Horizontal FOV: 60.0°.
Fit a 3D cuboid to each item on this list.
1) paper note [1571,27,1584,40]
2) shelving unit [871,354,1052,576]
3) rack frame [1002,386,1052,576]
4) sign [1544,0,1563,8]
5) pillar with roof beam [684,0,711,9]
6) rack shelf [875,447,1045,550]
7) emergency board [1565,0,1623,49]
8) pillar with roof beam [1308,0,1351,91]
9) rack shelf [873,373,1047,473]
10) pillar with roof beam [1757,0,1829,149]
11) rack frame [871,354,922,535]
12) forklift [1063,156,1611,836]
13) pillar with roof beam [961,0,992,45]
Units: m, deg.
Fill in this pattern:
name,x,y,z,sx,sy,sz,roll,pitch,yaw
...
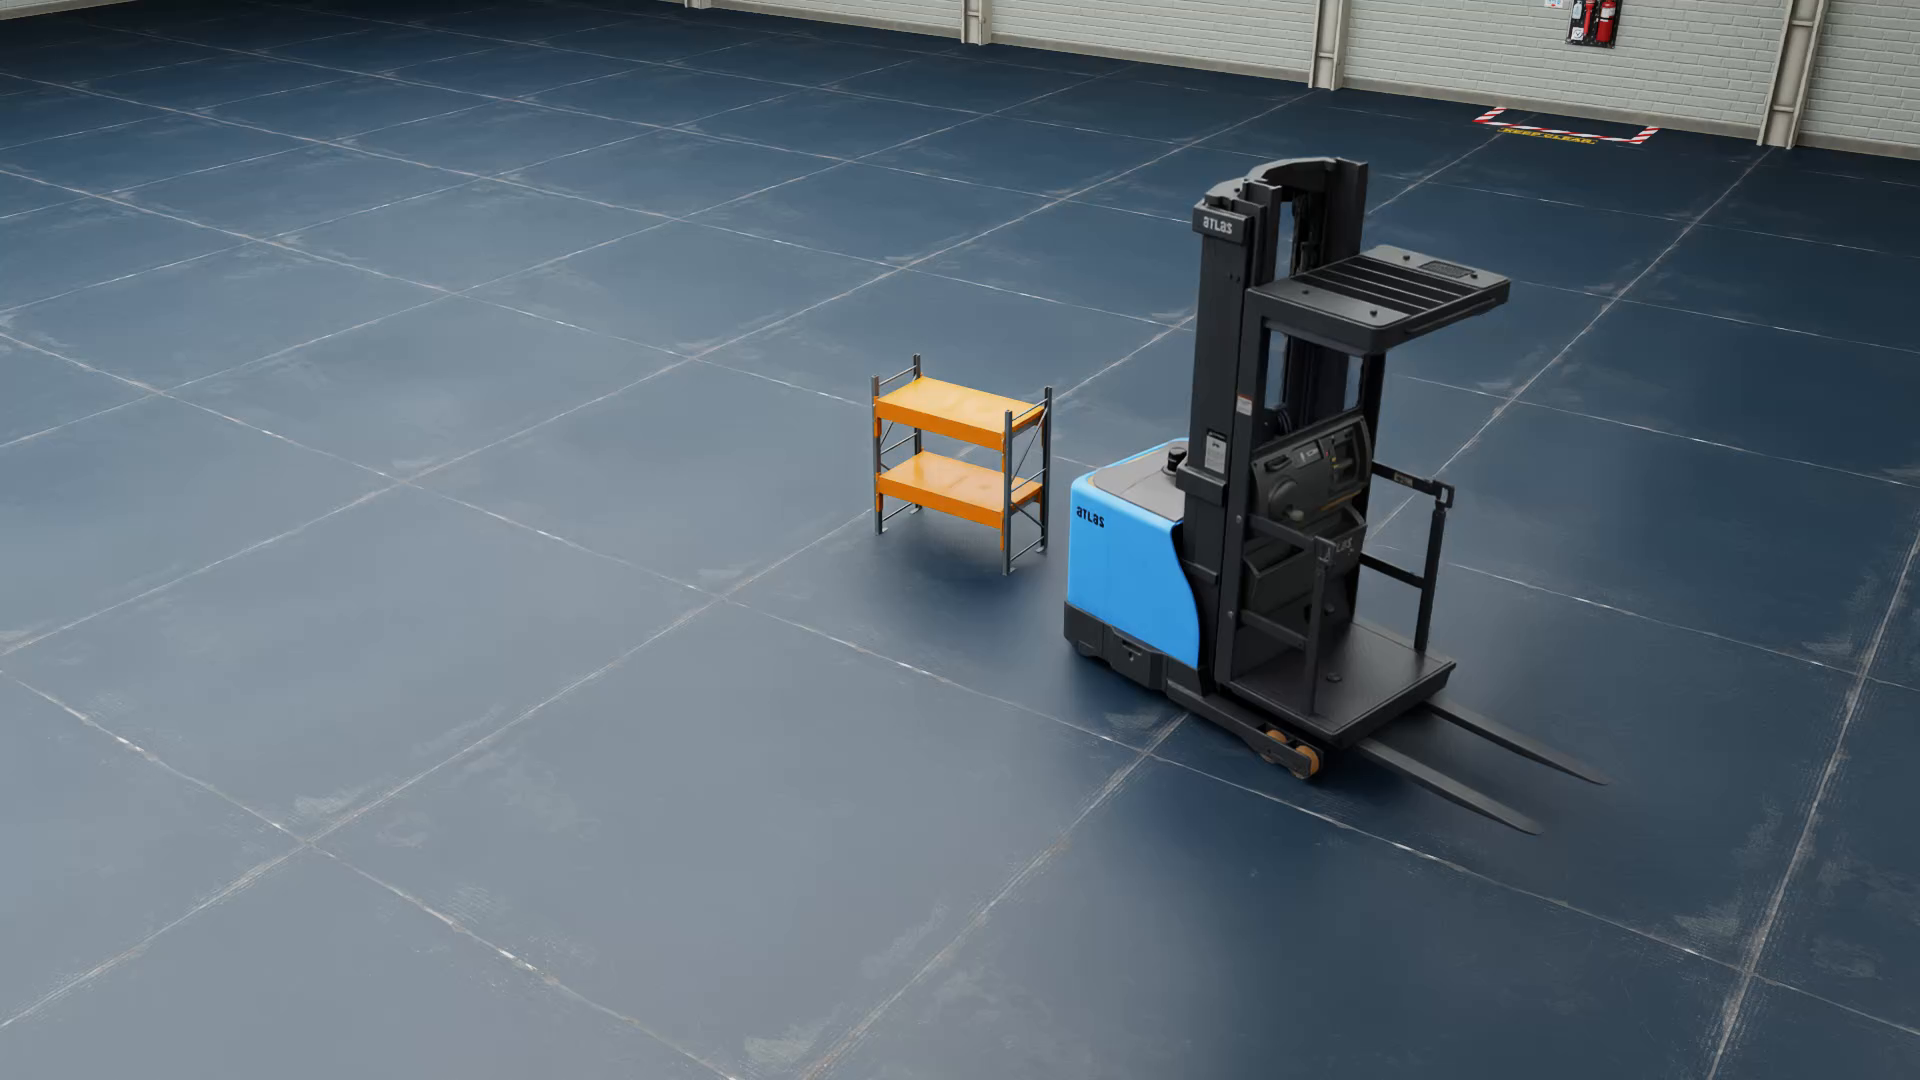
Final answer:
name,x,y,z,sx,sy,sz,roll,pitch,yaw
paper note,8.035,-6.586,21.629,0.142,0.148,0.016,17,32,30
shelving unit,0.006,-0.500,10.765,1.048,1.125,0.538,17,32,30
rack frame,0.425,-0.369,10.509,0.032,1.125,0.500,17,32,30
sign,7.745,-7.104,21.636,0.234,0.329,0.001,17,32,30
pillar with roof beam,-7.117,-11.945,24.574,0.400,9.000,9.100,17,32,30
rack shelf,0.006,-0.282,10.876,1.000,0.278,0.538,17,32,30
emergency board,8.142,-6.907,21.289,0.643,1.169,0.194,17,32,30
pillar with roof beam,2.774,-8.863,18.518,0.400,9.000,9.100,17,32,30
rack shelf,0.006,-0.760,10.633,1.000,0.278,0.538,17,32,30
pillar with roof beam,7.720,-7.322,15.491,0.400,9.000,9.100,17,32,30
rack frame,-0.413,-0.630,11.022,0.032,1.125,0.500,17,32,30
forklift,1.960,-0.333,8.448,1.130,2.935,3.031,-22,34,-36
pillar with roof beam,-2.172,-10.404,21.546,0.400,9.000,9.100,17,32,30
